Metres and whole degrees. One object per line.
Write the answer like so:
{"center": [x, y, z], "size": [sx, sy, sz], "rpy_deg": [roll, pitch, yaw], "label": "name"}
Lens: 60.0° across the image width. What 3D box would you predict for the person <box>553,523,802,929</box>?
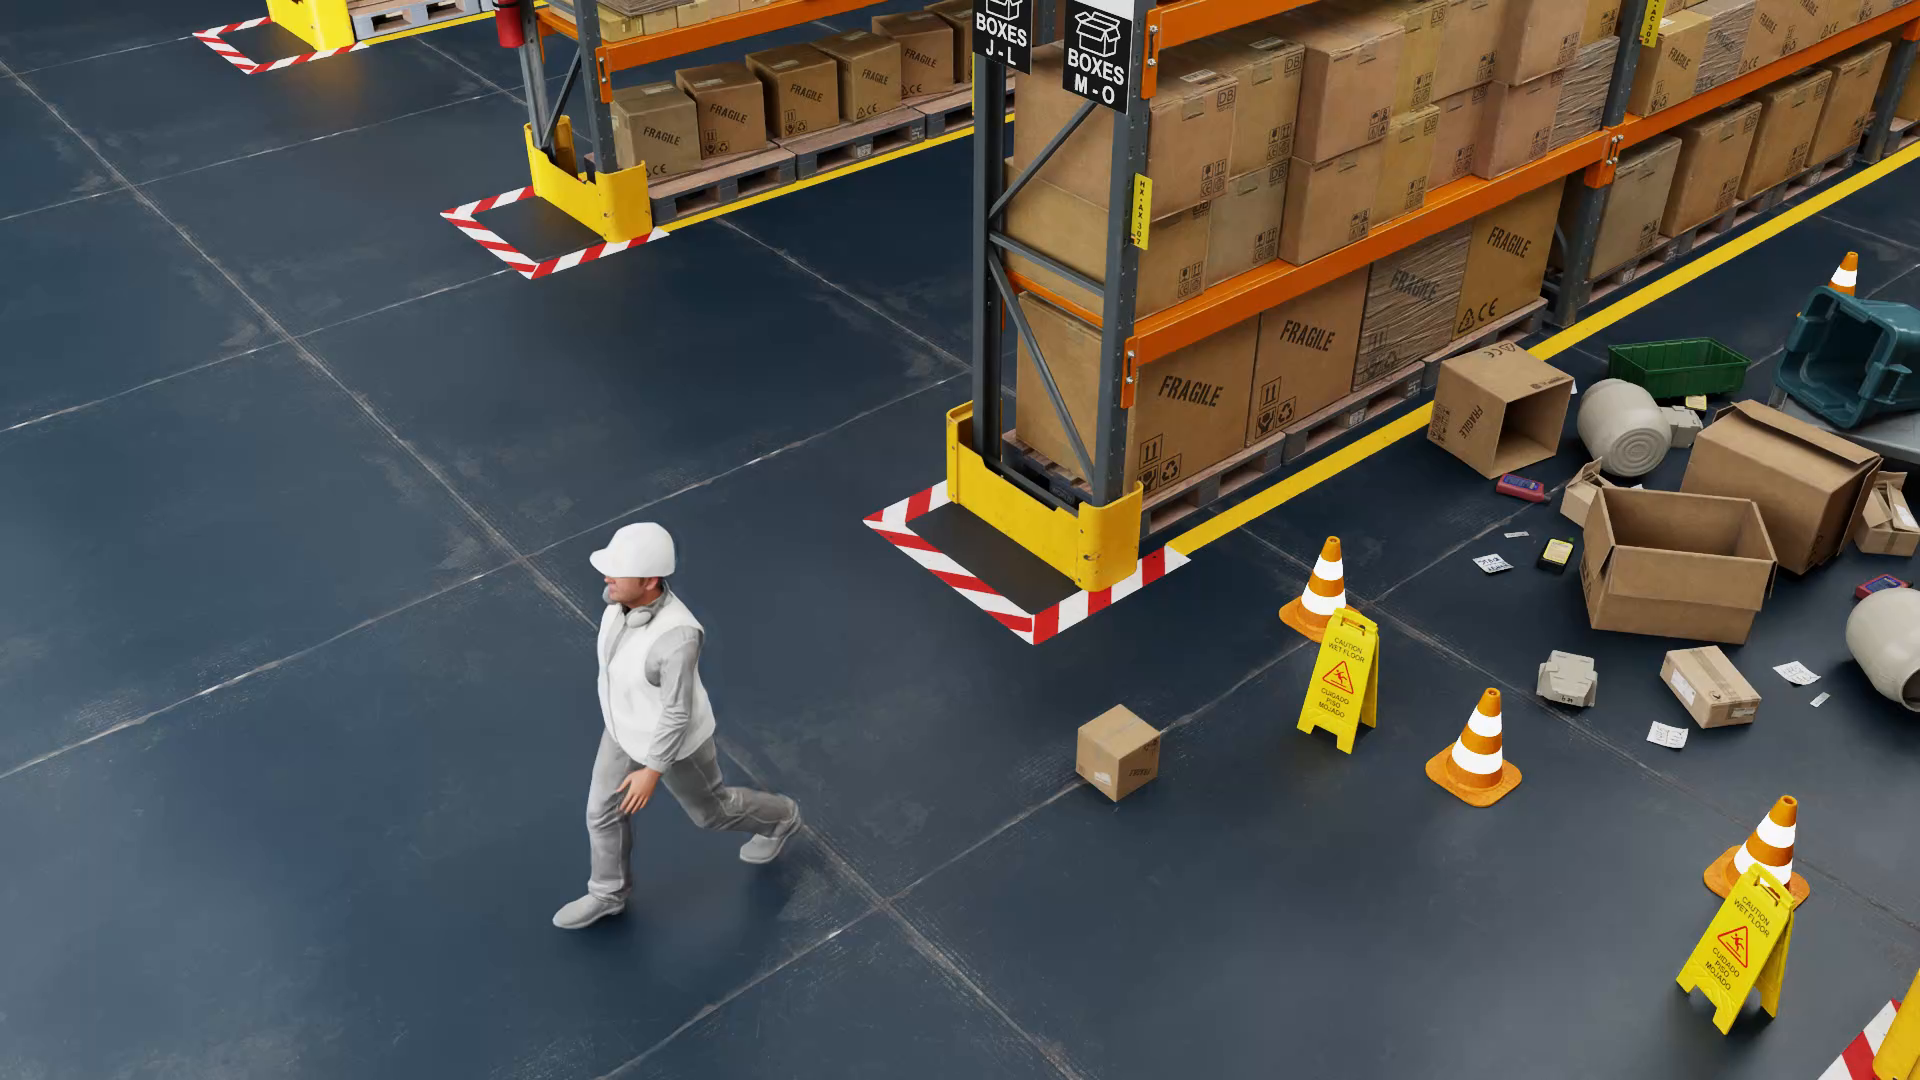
{"center": [-1.040, 0.628, 6.134], "size": [0.851, 1.677, 0.549], "rpy_deg": [-26, 43, -31], "label": "person"}
